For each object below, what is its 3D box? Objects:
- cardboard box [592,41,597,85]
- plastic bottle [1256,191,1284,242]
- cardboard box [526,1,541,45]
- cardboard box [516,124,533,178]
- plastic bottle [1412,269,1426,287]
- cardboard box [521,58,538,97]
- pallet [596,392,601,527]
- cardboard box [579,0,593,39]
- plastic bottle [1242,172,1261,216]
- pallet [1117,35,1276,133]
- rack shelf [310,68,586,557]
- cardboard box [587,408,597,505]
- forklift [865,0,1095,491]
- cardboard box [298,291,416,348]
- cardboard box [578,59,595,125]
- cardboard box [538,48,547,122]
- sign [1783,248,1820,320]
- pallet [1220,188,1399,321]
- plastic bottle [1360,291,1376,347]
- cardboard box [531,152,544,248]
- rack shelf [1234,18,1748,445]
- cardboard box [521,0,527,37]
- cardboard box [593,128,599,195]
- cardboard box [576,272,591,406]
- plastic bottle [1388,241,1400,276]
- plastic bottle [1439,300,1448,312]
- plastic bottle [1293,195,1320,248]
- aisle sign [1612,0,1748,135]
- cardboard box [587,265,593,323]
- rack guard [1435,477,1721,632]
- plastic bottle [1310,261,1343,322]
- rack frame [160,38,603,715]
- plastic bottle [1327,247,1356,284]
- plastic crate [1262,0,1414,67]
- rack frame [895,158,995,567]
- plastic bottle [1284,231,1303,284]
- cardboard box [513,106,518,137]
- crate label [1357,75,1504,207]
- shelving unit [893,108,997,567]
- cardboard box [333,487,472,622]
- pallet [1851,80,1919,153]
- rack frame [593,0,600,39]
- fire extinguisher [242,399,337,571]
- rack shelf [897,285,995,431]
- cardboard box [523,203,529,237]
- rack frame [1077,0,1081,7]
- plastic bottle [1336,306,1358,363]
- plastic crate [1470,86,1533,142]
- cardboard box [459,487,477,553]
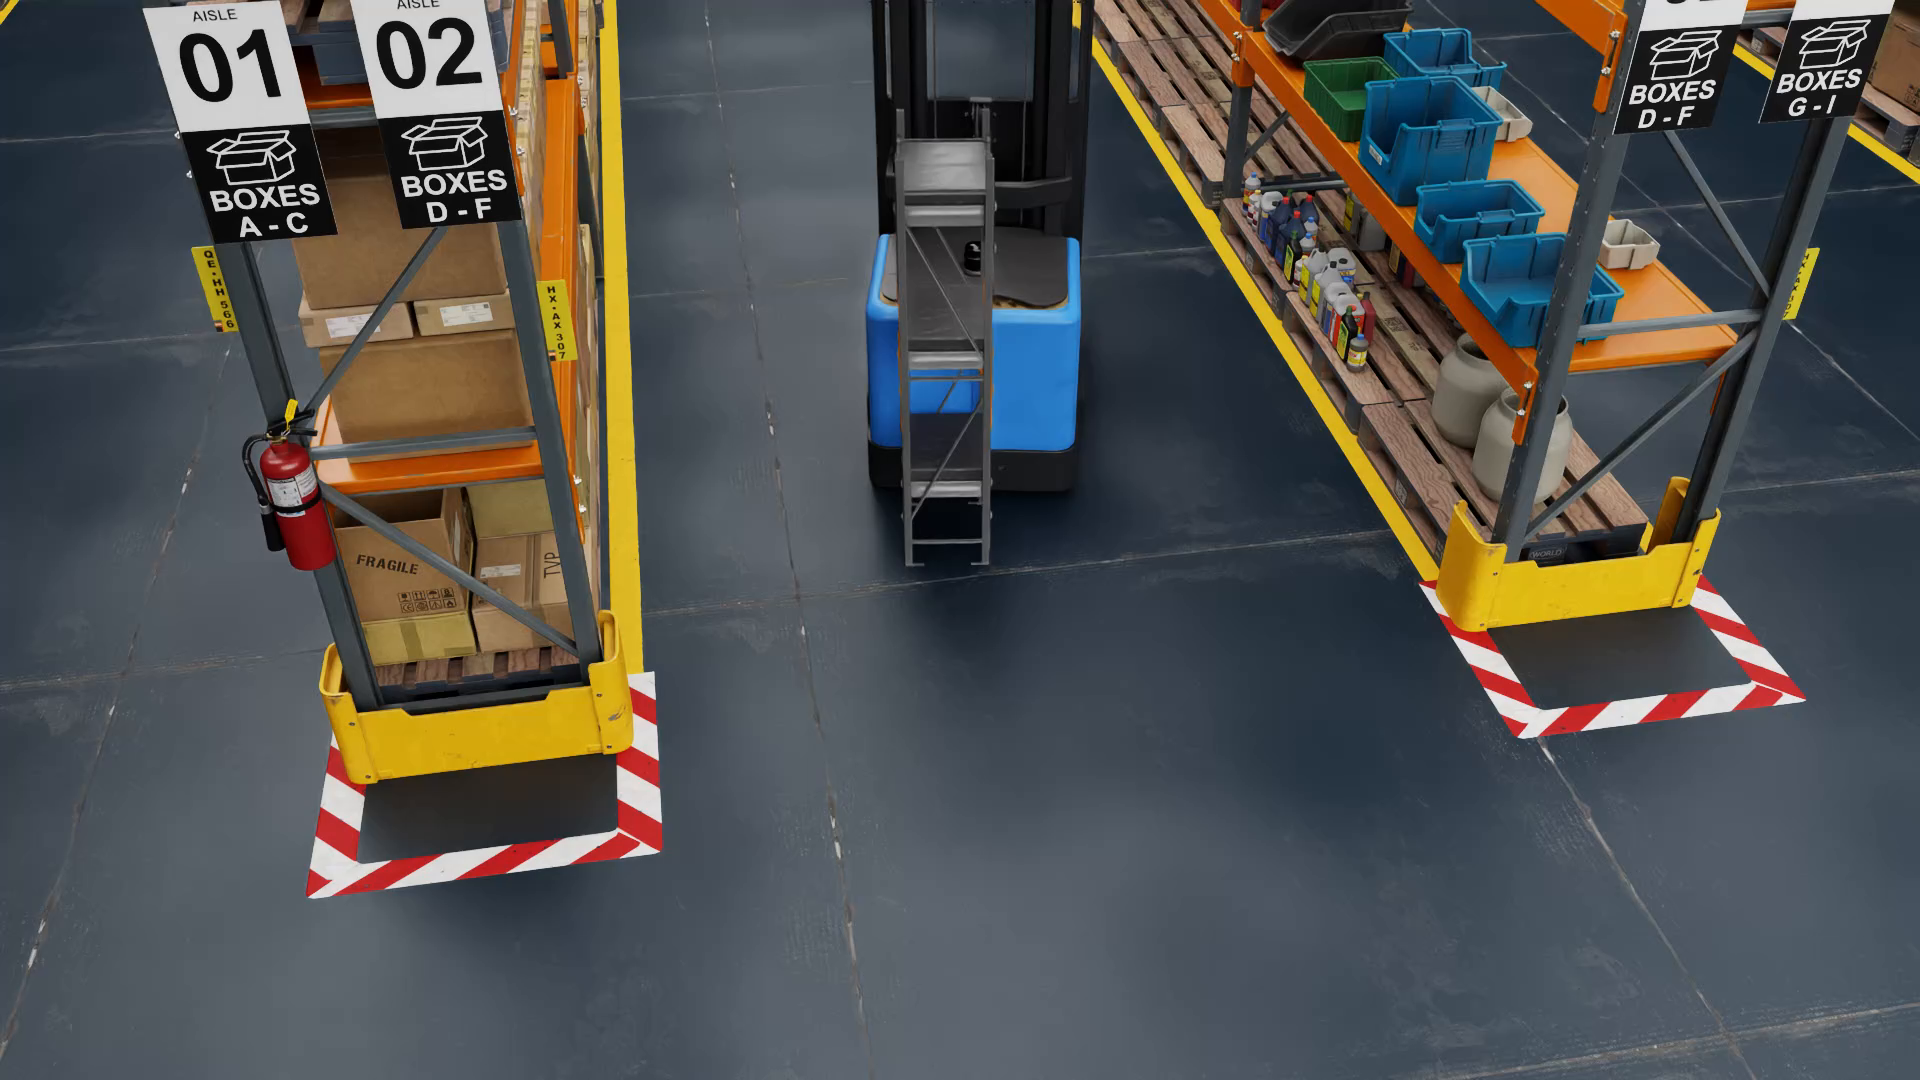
[{"bbox_3d":[-2.877,-3.358,11.926,0.500,0.250,0.500,-5,38,-7],"label":"cardboard box"},{"bbox_3d":[1.898,-1.965,10.096,0.152,0.276,0.135,-5,38,-6],"label":"plastic bottle"},{"bbox_3d":[-2.339,-2.615,8.461,0.380,0.149,0.250,-7,38,-9],"label":"cardboard box"},{"bbox_3d":[-2.070,-1.686,7.264,0.380,0.149,0.250,-7,38,-9],"label":"cardboard box"},{"bbox_3d":[2.702,-1.629,9.664,0.152,0.276,0.135,-6,38,-7],"label":"plastic bottle"},{"bbox_3d":[-2.207,-2.156,7.869,0.380,0.149,0.250,-5,38,-7],"label":"cardboard box"},{"bbox_3d":[-2.372,-0.444,8.549,1.003,0.211,1.213,-6,38,-8],"label":"pallet"},{"bbox_3d":[-2.956,-3.883,12.144,0.500,0.311,0.500,-7,38,-9],"label":"cardboard box"},{"bbox_3d":[1.815,-2.155,10.345,0.097,0.271,0.097,0,38,0],"label":"plastic bottle"},{"bbox_3d":[1.797,-3.406,12.362,1.003,0.211,1.213,-6,38,-8],"label":"pallet"},{"bbox_3d":[-2.336,-1.276,7.934,1.077,0.370,4.000,-6,38,-8],"label":"rack shelf"},{"bbox_3d":[-2.039,-0.384,8.098,0.500,0.250,0.500,-6,38,-8],"label":"cardboard box"},{"bbox_3d":[0.122,-2.283,8.699,1.130,2.935,3.031,1,38,2],"label":"forklift"},{"bbox_3d":[-2.240,-0.858,6.199,0.380,0.149,0.250,-7,38,-9],"label":"cardboard box"},{"bbox_3d":[-2.689,-2.961,10.959,0.500,0.311,0.500,-7,38,-9],"label":"cardboard box"},{"bbox_3d":[-2.603,-2.540,8.893,0.700,0.500,0.500,-7,38,-9],"label":"cardboard box"},{"bbox_3d":[3.434,-1.049,6.829,0.100,0.325,0.005,-6,38,-8],"label":"sign"},{"bbox_3d":[2.267,-1.787,10.279,1.003,0.211,1.213,-6,38,-8],"label":"pallet"},{"bbox_3d":[2.226,-1.213,9.122,0.061,0.283,0.133,-6,38,-8],"label":"plastic bottle"},{"bbox_3d":[-2.329,-1.610,7.696,0.700,0.500,0.500,-5,38,-7],"label":"cardboard box"},{"bbox_3d":[2.541,-1.807,8.617,1.077,0.370,4.000,-6,38,-8],"label":"rack shelf"},{"bbox_3d":[-2.513,-2.748,8.103,0.700,0.500,0.500,-6,38,-8],"label":"cardboard box"},{"bbox_3d":[-2.602,-2.427,10.728,0.500,0.250,0.500,-5,38,-7],"label":"cardboard box"},{"bbox_3d":[-2.121,-0.982,8.257,0.500,0.500,0.500,-6,38,-8],"label":"cardboard box"},{"bbox_3d":[2.581,-1.704,9.754,0.061,0.283,0.133,-6,38,-8],"label":"plastic bottle"},{"bbox_3d":[2.786,-1.407,9.439,0.097,0.201,0.097,0,38,0],"label":"plastic bottle"},{"bbox_3d":[2.065,-1.910,9.964,0.144,0.351,0.185,-6,38,-8],"label":"plastic bottle"},{"bbox_3d":[2.612,-1.834,5.946,0.394,0.787,0.004,-6,38,-8],"label":"aisle sign"},{"bbox_3d":[-2.313,-1.289,9.262,0.500,0.250,0.500,-6,38,-8],"label":"cardboard box"},{"bbox_3d":[2.832,0.064,7.661,1.175,0.500,0.348,-6,38,-8],"label":"rack guard"},{"bbox_3d":[2.064,-1.411,9.322,0.144,0.351,0.185,-5,38,-6],"label":"plastic bottle"},{"bbox_3d":[-1.986,-0.352,6.158,1.000,3.000,0.127,-6,38,-8],"label":"rack frame"},{"bbox_3d":[2.172,-1.525,9.529,0.152,0.276,0.135,-6,38,-8],"label":"plastic bottle"},{"bbox_3d":[2.157,-2.944,9.545,0.767,0.338,0.504,-6,38,-8],"label":"plastic crate"},{"bbox_3d":[-0.061,-0.708,7.350,0.400,2.100,0.015,-1,38,-1],"label":"rack frame"},{"bbox_3d":[1.944,-1.649,9.683,0.061,0.283,0.133,-5,38,-6],"label":"plastic bottle"},{"bbox_3d":[-2.251,-1.841,6.935,0.700,0.500,0.500,-6,38,-8],"label":"cardboard box"},{"bbox_3d":[2.303,-1.979,8.224,0.502,0.435,0.616,-6,38,-8],"label":"crate label"},{"bbox_3d":[-0.066,-0.858,7.543,0.431,2.100,0.503,-1,38,-1],"label":"shelving unit"},{"bbox_3d":[-2.373,-0.020,7.019,0.500,0.500,0.500,-6,38,-8],"label":"cardboard box"},{"bbox_3d":[6.929,-3.200,12.097,1.003,0.211,1.213,-6,38,-8],"label":"pallet"},{"bbox_3d":[-3.388,-5.184,12.378,1.000,3.000,0.127,-6,38,-8],"label":"rack frame"},{"bbox_3d":[-2.422,-0.200,6.026,0.296,0.674,0.183,-6,38,-8],"label":"fire extinguisher"},{"bbox_3d":[-0.066,-0.847,7.551,0.431,0.518,0.480,-1,38,-1],"label":"rack shelf"},{"bbox_3d":[-1.934,-1.218,6.662,0.380,0.149,0.250,-6,38,-8],"label":"cardboard box"},{"bbox_3d":[1.489,-5.715,13.061,1.000,3.000,0.127,-6,38,-8],"label":"rack frame"},{"bbox_3d":[2.100,-1.114,8.995,0.061,0.283,0.133,-5,38,-7],"label":"plastic bottle"},{"bbox_3d":[2.724,-2.241,8.805,0.530,0.136,0.437,-6,38,-8],"label":"plastic crate"},{"bbox_3d":[-2.470,-0.025,7.636,0.500,0.250,0.500,-6,38,-8],"label":"cardboard box"}]
